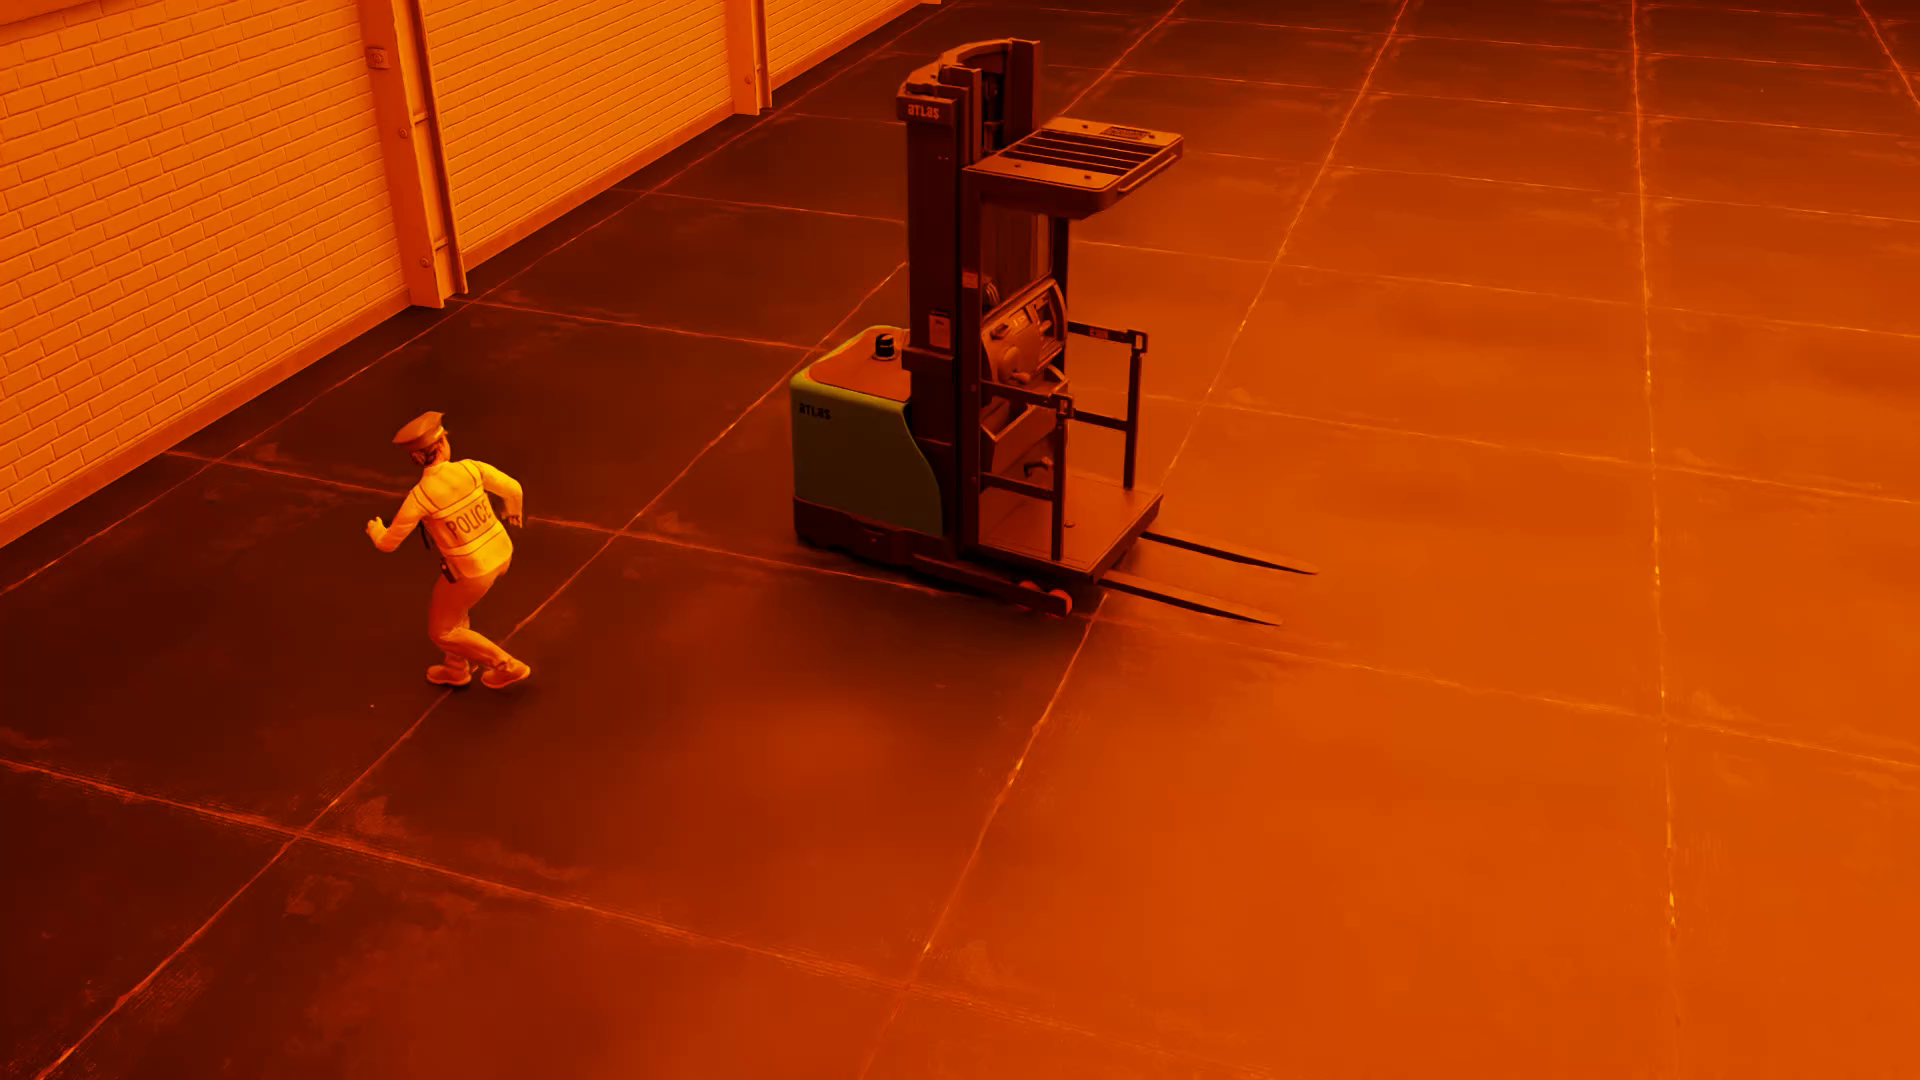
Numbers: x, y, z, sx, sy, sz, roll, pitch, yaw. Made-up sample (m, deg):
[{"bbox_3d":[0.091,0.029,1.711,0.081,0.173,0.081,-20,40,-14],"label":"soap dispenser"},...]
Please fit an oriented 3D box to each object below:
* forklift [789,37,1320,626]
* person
[{"bbox_3d":[0.538,-1.130,9.119,3.031,2.935,1.130,15,33,25],"label":"forklift"},{"bbox_3d":[-2.562,0.048,8.459,0.797,1.552,0.814,14,33,23],"label":"person"}]
